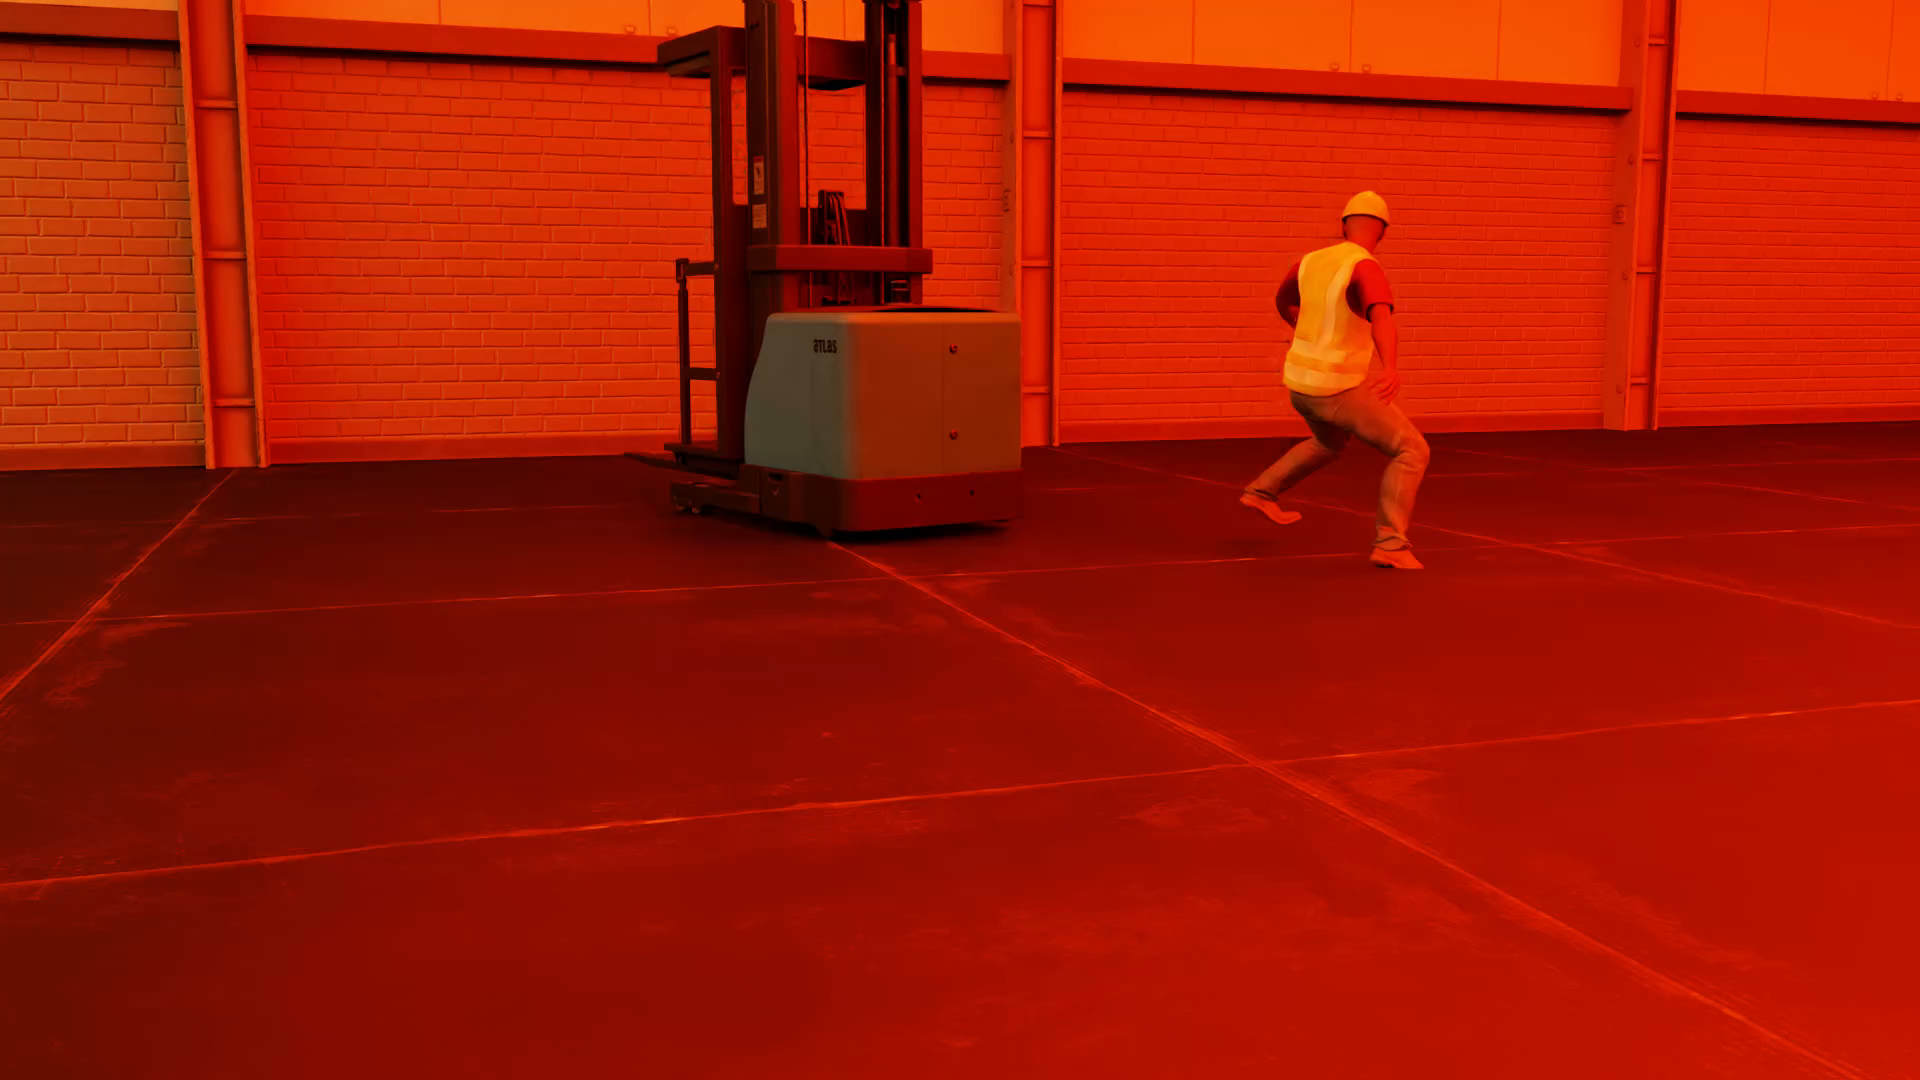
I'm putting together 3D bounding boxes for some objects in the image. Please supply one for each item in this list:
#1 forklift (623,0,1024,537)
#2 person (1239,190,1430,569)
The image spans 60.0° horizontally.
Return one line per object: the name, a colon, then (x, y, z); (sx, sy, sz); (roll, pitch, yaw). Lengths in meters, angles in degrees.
forklift: (-0.933, -1.622, 8.975); (1.130, 2.935, 3.031); (-5, 9, -34)
person: (1.702, -0.687, 7.262); (0.533, 1.659, 1.227); (-2, 8, -14)
